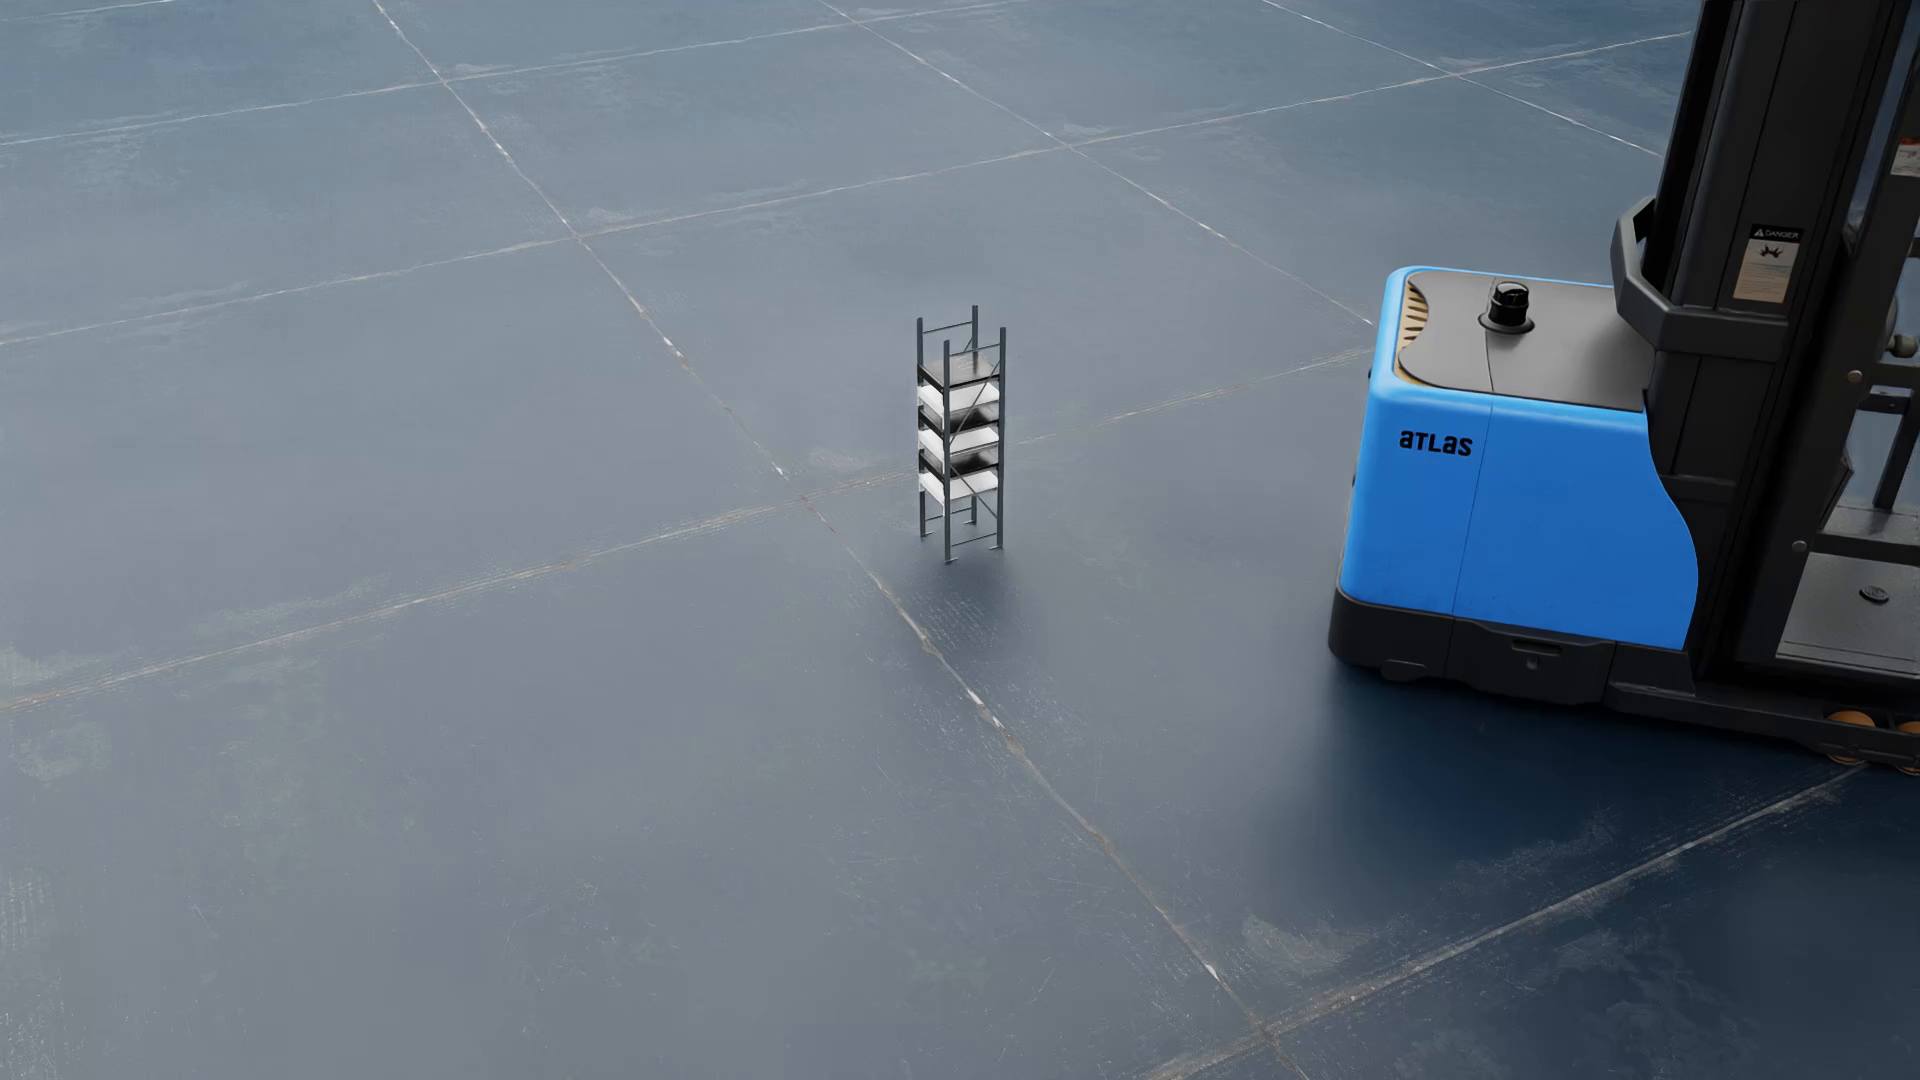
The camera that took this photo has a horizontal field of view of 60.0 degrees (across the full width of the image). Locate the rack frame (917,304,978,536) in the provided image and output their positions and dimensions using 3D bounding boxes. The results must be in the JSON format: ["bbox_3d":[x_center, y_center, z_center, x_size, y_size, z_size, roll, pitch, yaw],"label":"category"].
[{"bbox_3d":[-0.044,-0.424,6.077,0.240,0.900,0.006,-16,36,-23],"label":"rack frame"}]

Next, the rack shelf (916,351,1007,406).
[{"bbox_3d":[0.004,-0.574,5.874,0.258,0.077,0.200,-16,36,-23],"label":"rack shelf"}]

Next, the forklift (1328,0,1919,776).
[{"bbox_3d":[2.807,-0.829,4.827,3.031,2.935,1.130,9,34,13],"label":"forklift"}]

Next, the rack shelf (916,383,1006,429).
[{"bbox_3d":[0.004,-0.499,5.922,0.258,0.077,0.200,-16,36,-23],"label":"rack shelf"}]

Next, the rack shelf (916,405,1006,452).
[{"bbox_3d":[0.004,-0.423,5.971,0.258,0.077,0.200,-16,36,-23],"label":"rack shelf"}]

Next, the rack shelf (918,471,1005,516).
[{"bbox_3d":[0.004,-0.195,6.116,0.258,0.077,0.200,-16,36,-23],"label":"rack shelf"}]

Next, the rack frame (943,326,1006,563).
[{"bbox_3d":[0.051,-0.327,5.925,0.240,0.900,0.006,-16,36,-23],"label":"rack frame"}]

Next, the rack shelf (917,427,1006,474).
[{"bbox_3d":[0.004,-0.347,6.019,0.258,0.077,0.200,-16,36,-23],"label":"rack shelf"}]

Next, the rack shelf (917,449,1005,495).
[{"bbox_3d":[0.004,-0.271,6.068,0.258,0.077,0.200,-16,36,-23],"label":"rack shelf"}]

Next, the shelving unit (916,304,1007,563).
[{"bbox_3d":[0.004,-0.375,6.001,0.258,0.900,0.210,-16,36,-23],"label":"shelving unit"}]
